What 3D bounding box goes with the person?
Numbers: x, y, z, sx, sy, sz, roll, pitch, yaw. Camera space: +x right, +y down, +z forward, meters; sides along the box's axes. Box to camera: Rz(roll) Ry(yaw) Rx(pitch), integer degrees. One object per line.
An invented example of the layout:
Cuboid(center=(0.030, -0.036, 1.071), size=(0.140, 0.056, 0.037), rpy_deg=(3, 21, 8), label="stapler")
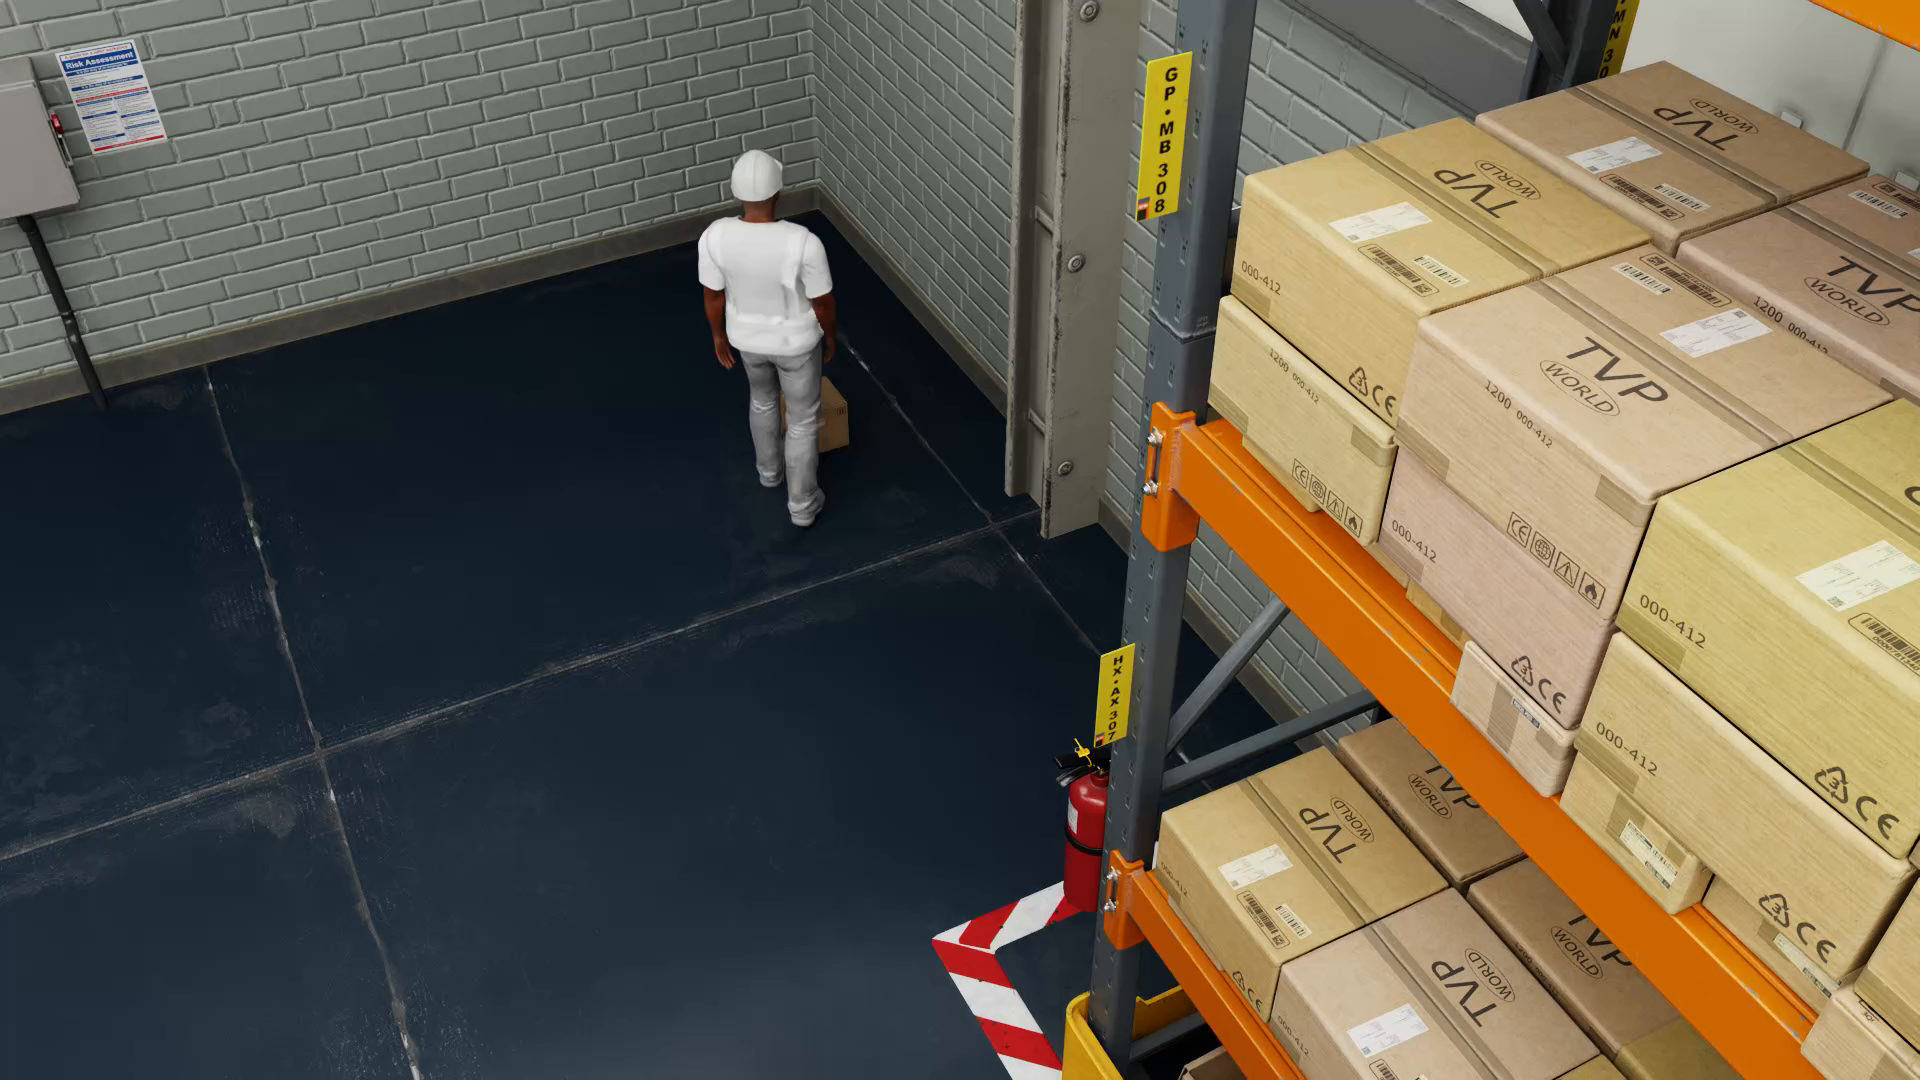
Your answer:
Cuboid(center=(-0.792, -0.891, 7.193), size=(0.568, 1.776, 0.567), rpy_deg=(8, 42, 9), label="person")
